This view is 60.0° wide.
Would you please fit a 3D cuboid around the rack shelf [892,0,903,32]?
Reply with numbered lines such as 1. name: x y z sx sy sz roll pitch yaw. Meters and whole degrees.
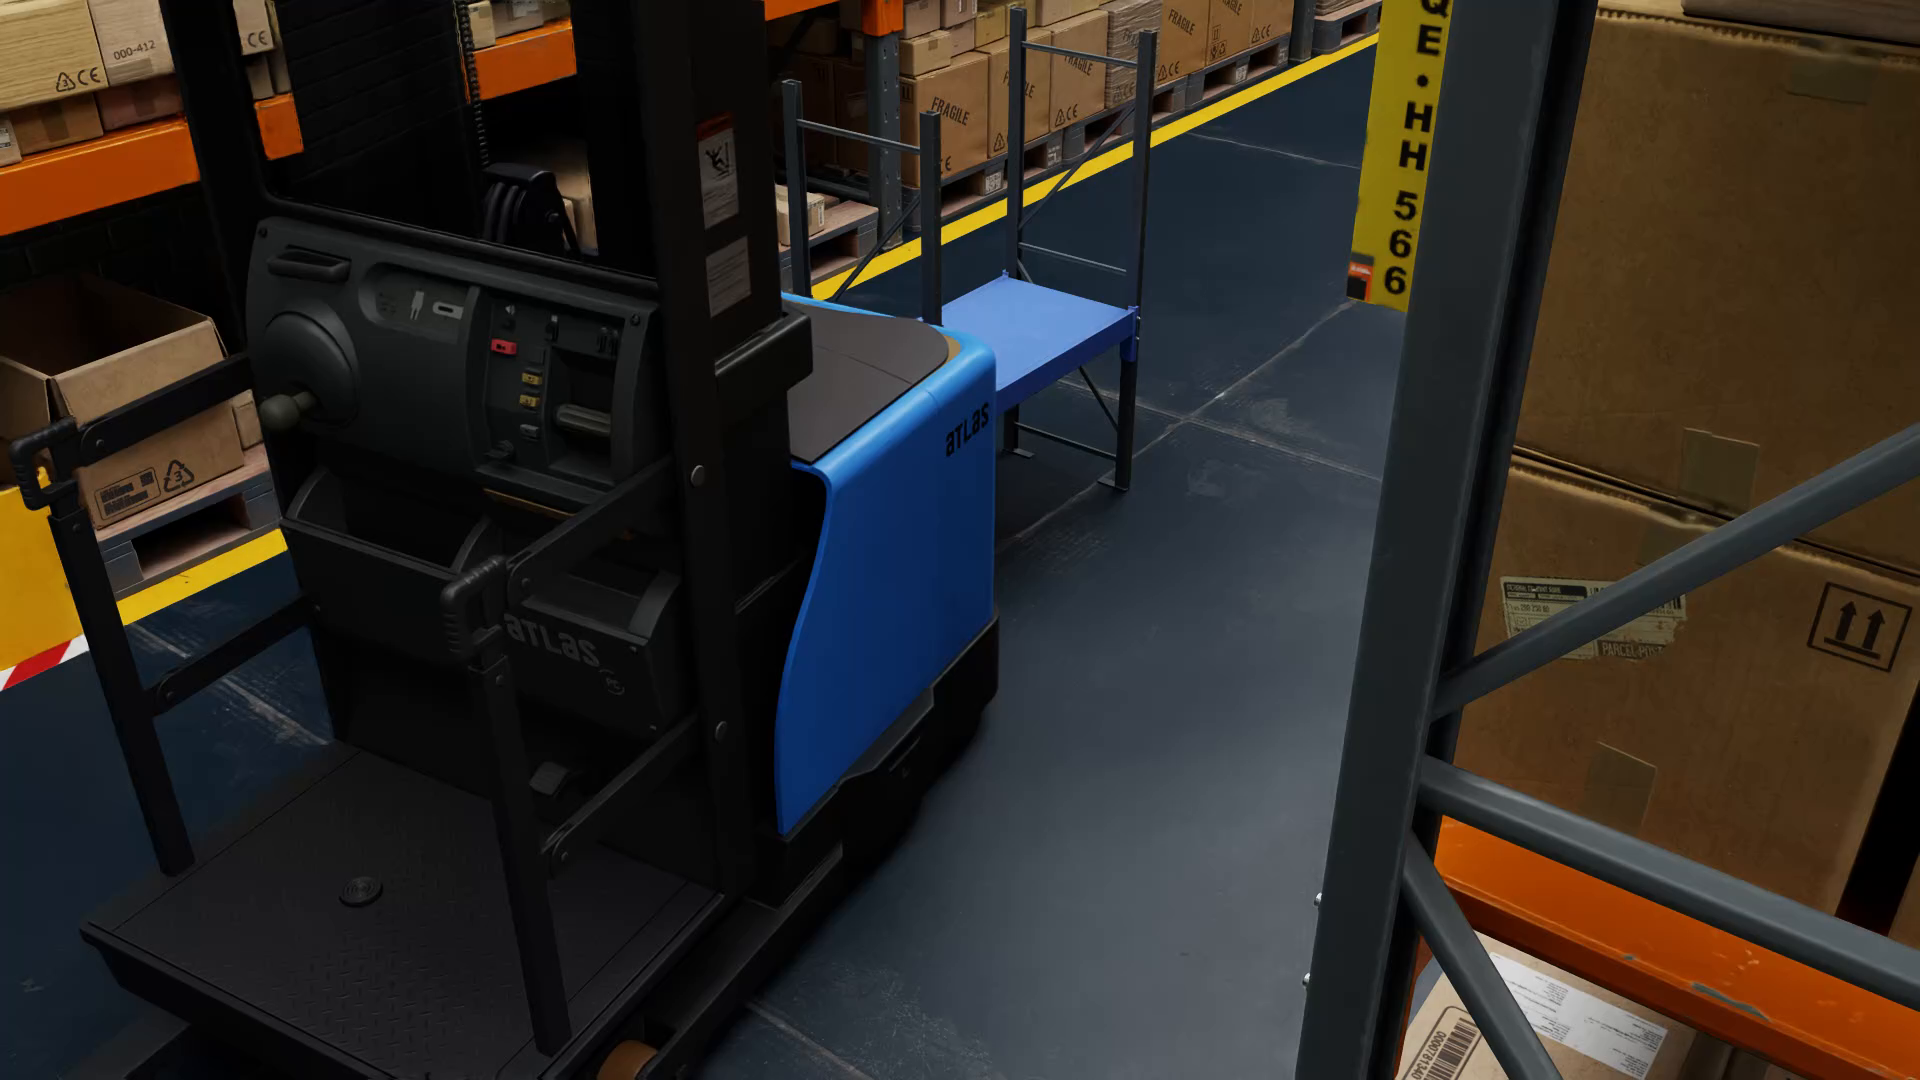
1. rack shelf: 0.515 -3.252 8.501 1.077 0.370 4.000 21 37 31

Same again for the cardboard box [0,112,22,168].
1. cardboard box: -2.690 -1.064 4.350 0.380 0.149 0.250 21 36 31

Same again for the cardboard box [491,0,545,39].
1. cardboard box: -1.629 -1.812 5.611 0.380 0.149 0.250 21 37 31

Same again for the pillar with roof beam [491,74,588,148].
1. pillar with roof beam: 1.601 -3.999 3.171 9.100 9.000 0.400 21 37 31

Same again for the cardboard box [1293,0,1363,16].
1. cardboard box: 2.110 -3.783 10.608 0.875 0.625 0.625 22 37 33

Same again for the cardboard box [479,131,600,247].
1. cardboard box: -1.488 -1.205 6.381 0.700 0.500 0.500 20 36 30

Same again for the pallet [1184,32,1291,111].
1. pallet: 1.241 -2.883 9.908 1.003 0.211 1.213 21 37 31

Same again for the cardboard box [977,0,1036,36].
1. cardboard box: 0.142 -2.557 8.026 0.380 0.149 0.250 20 36 30

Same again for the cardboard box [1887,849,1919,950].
1. cardboard box: 1.371 0.253 1.782 0.500 0.500 0.500 21 36 31

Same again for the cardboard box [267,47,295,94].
1. cardboard box: -2.085 -1.493 5.073 0.380 0.149 0.250 22 37 32

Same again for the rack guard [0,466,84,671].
1. rack guard: -3.061 -0.078 4.892 1.175 0.500 0.348 21 37 31

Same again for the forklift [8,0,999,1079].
1. forklift: -1.042 -0.278 2.845 1.130 2.935 3.031 15 34 24

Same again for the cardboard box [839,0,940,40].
1. cardboard box: -0.312 -2.344 7.374 0.380 0.149 0.250 20 36 30

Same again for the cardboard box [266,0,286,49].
1. cardboard box: -2.011 -1.700 5.031 0.500 0.250 0.500 20 36 30

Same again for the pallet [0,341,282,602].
1. pallet: -2.581 -0.278 5.513 1.003 0.211 1.213 21 37 31

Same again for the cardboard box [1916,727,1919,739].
1. cardboard box: 1.248 -0.117 2.407 0.500 0.500 0.500 20 36 30

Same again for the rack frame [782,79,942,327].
1. rack frame: -0.255 -0.473 4.577 0.500 1.500 0.032 21 37 31

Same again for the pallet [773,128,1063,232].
1. pallet: -0.231 -1.891 8.234 1.003 0.211 1.213 21 37 31

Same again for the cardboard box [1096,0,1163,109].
1. cardboard box: 0.715 -2.611 8.754 0.500 0.500 0.500 20 36 30

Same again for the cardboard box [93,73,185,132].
1. cardboard box: -2.442 -1.299 4.746 0.380 0.149 0.250 21 36 31

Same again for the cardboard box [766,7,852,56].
1. cardboard box: -0.700 -2.371 7.713 0.380 0.149 0.250 20 36 29

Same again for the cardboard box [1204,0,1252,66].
1. cardboard box: 1.328 -3.042 9.480 0.500 0.500 0.500 21 36 31

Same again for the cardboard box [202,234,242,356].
1. cardboard box: -2.115 -0.783 5.669 0.700 0.500 0.500 23 38 33

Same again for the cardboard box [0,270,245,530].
1. cardboard box: -2.662 -0.449 5.102 0.797 0.503 0.637 20 36 29

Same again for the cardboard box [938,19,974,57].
1. cardboard box: -0.158 -2.333 7.649 0.380 0.149 0.250 20 36 30

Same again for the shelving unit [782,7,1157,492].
1. shelving unit: 0.052 -0.680 4.926 0.538 1.500 1.048 21 37 31

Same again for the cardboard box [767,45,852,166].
1. cardboard box: -0.632 -2.145 7.967 0.500 0.500 0.500 21 37 31

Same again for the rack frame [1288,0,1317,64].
1. rack frame: 1.722 -4.375 9.689 1.000 3.000 0.127 21 37 31

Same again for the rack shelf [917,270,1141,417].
1. rack shelf: 0.052 -0.525 5.018 0.538 0.185 1.000 21 37 31

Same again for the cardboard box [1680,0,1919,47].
1. cardboard box: 0.910 -0.556 1.532 0.380 0.149 0.250 22 37 32

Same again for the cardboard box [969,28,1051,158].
1. cardboard box: 0.093 -2.201 8.061 0.500 0.500 0.500 21 36 31

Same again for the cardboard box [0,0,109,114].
1. cardboard box: -2.618 -1.288 4.336 0.500 0.250 0.500 21 37 32

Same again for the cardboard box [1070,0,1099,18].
1. cardboard box: 0.475 -2.747 8.347 0.380 0.149 0.250 23 37 33
